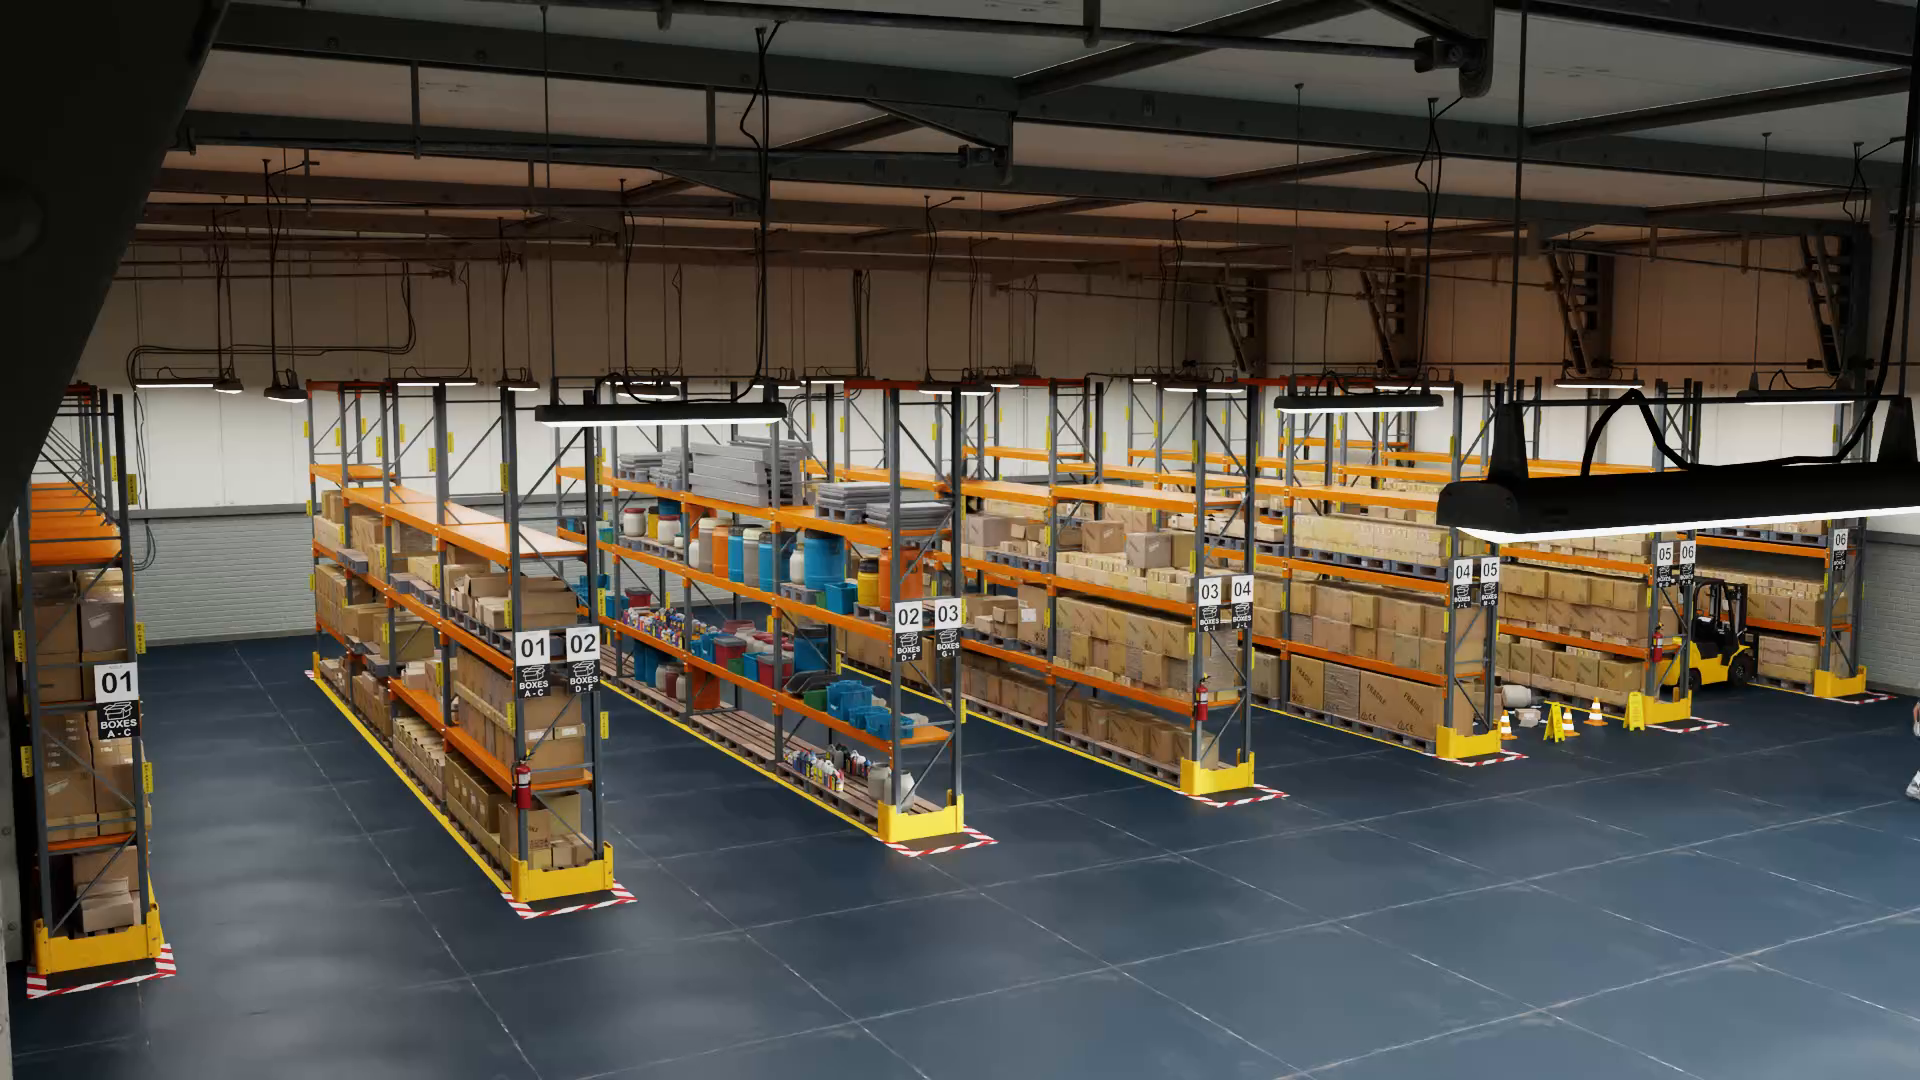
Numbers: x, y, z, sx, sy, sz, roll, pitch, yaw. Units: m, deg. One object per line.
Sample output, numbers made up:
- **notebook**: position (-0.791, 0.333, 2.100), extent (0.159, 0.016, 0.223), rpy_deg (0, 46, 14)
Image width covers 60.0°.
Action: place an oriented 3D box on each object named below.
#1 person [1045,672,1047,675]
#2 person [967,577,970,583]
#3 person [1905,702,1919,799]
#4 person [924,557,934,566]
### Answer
- **person**: position (1.726, 1.754, 32.128), extent (0.631, 1.900, 0.710), rpy_deg (-4, 7, -31)
- **person**: position (0.010, 1.000, 42.150), extent (0.610, 1.752, 0.743), rpy_deg (1, 6, 12)
- **person**: position (14.114, 2.904, 23.988), extent (0.726, 1.727, 0.698), rpy_deg (2, 6, 19)
- **person**: position (-0.778, 1.159, 41.031), extent (0.658, 1.675, 0.613), rpy_deg (3, 7, 24)
